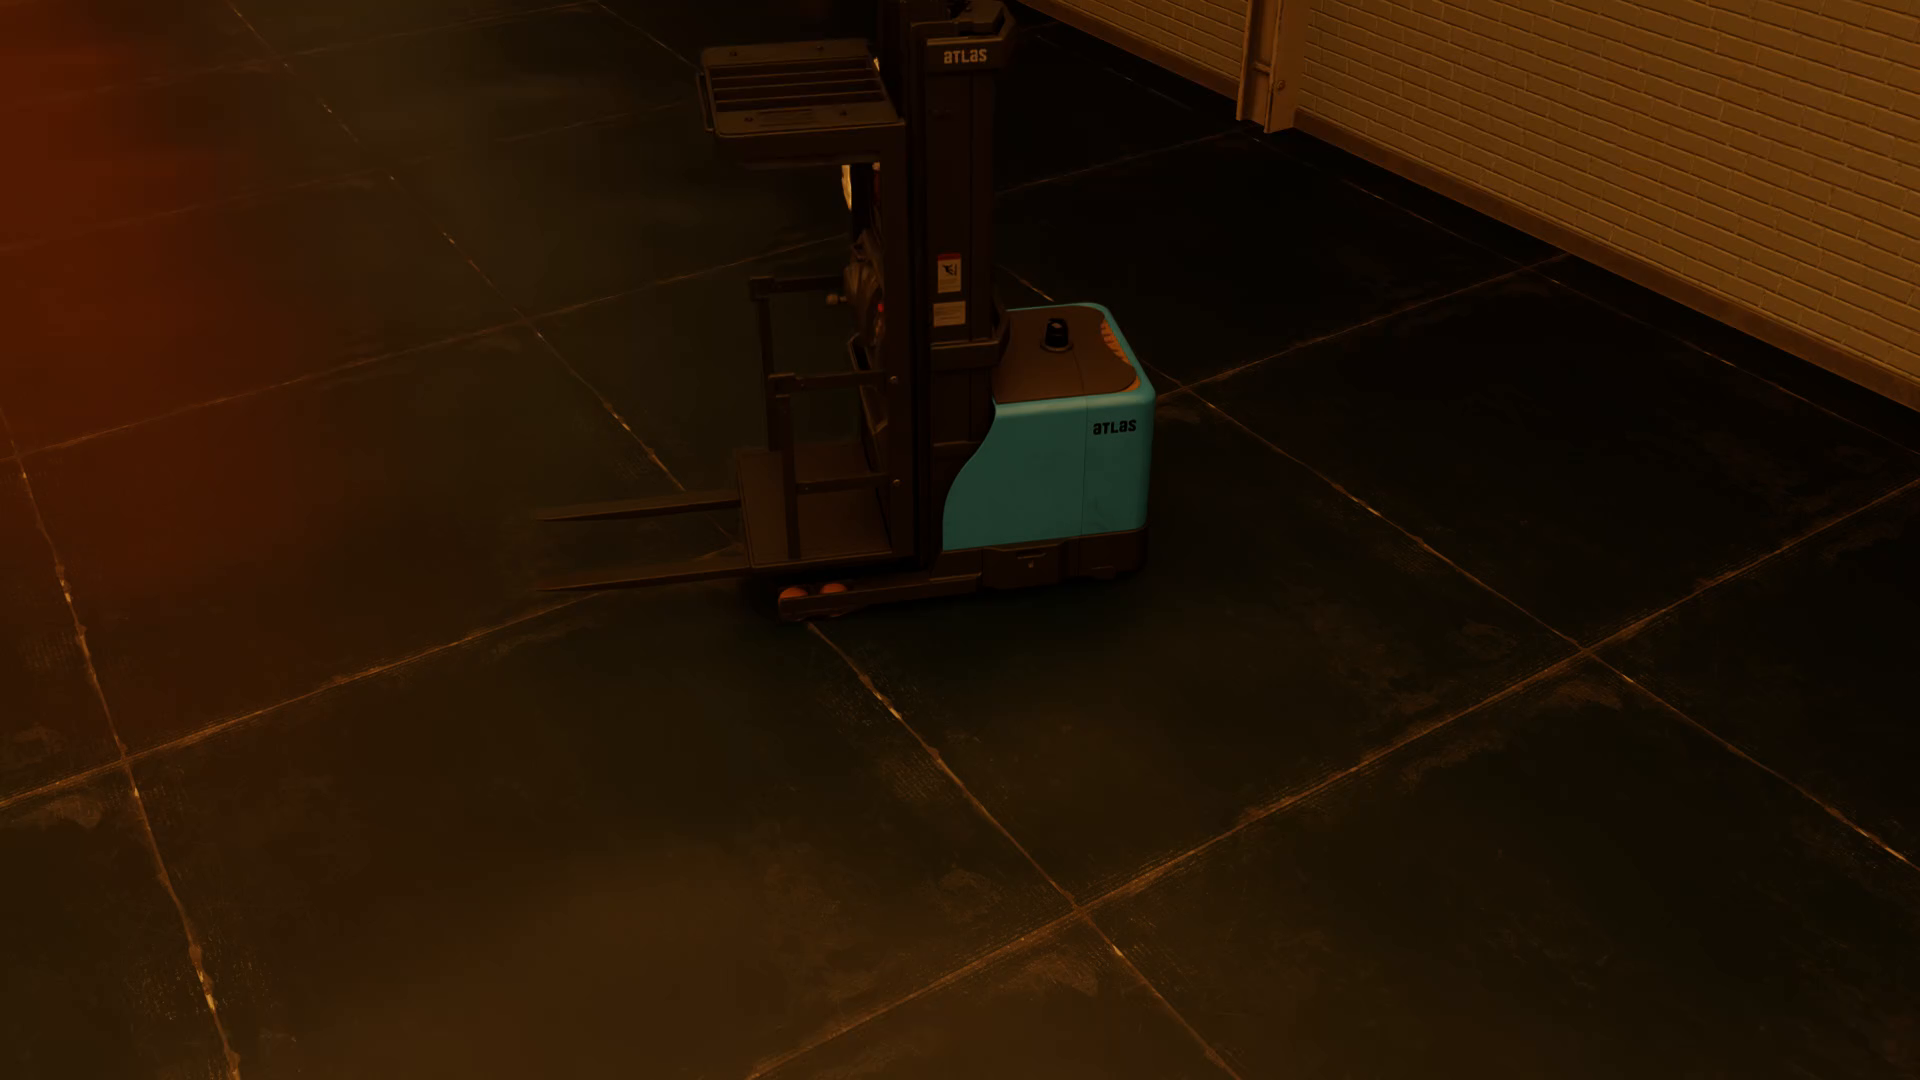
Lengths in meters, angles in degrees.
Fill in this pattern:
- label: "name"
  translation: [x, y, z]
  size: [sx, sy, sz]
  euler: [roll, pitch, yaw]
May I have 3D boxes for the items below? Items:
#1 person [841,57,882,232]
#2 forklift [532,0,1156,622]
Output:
- label: "person"
  translation: [-0.476, -2.050, 10.088]
  size: [0.450, 1.759, 0.670]
  euler: [-8, 36, -11]
- label: "forklift"
  translation: [-0.624, -1.131, 7.757]
  size: [3.031, 2.935, 1.130]
  euler: [-6, 36, -9]
